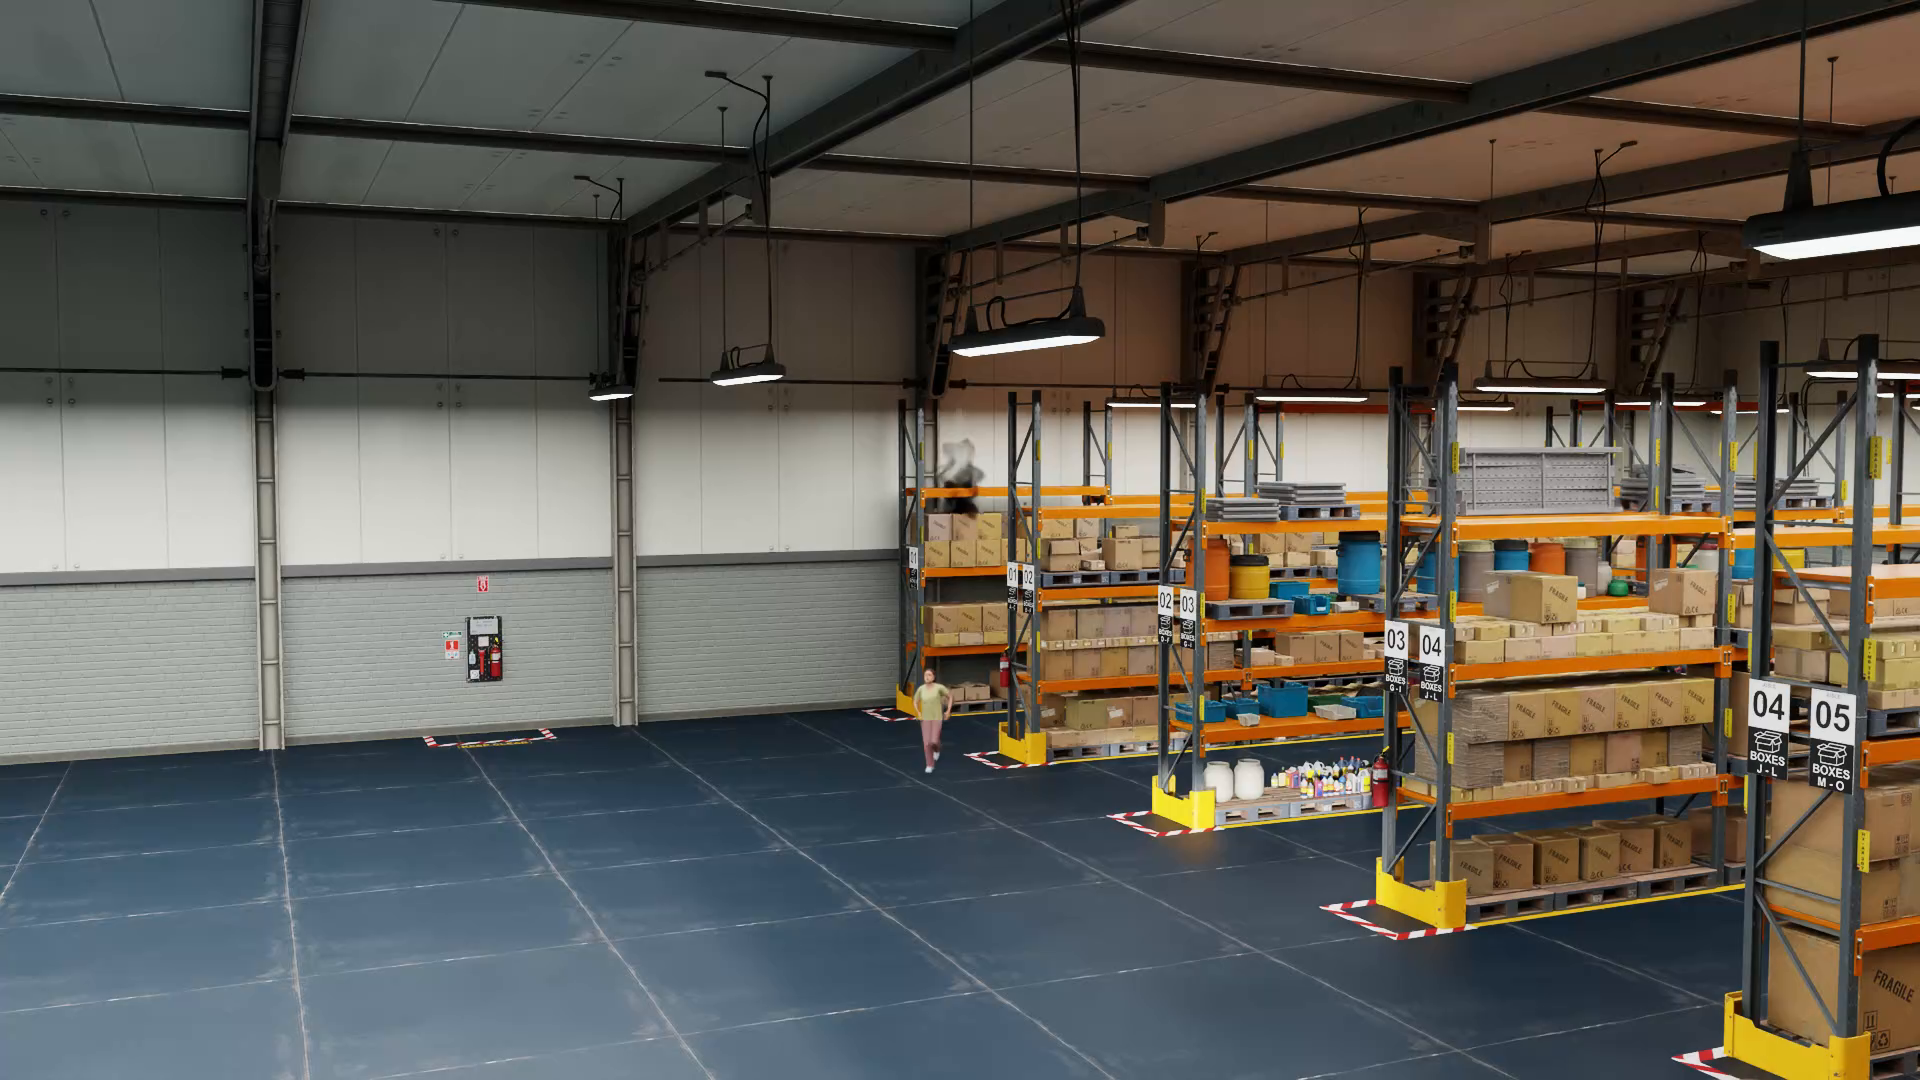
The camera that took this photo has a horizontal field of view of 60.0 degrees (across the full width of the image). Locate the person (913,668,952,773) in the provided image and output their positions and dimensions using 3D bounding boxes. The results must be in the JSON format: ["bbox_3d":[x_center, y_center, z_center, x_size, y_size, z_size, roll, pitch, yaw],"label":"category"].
[{"bbox_3d":[-0.434,2.790,25.759,0.598,1.625,0.613,1,3,11],"label":"person"}]
